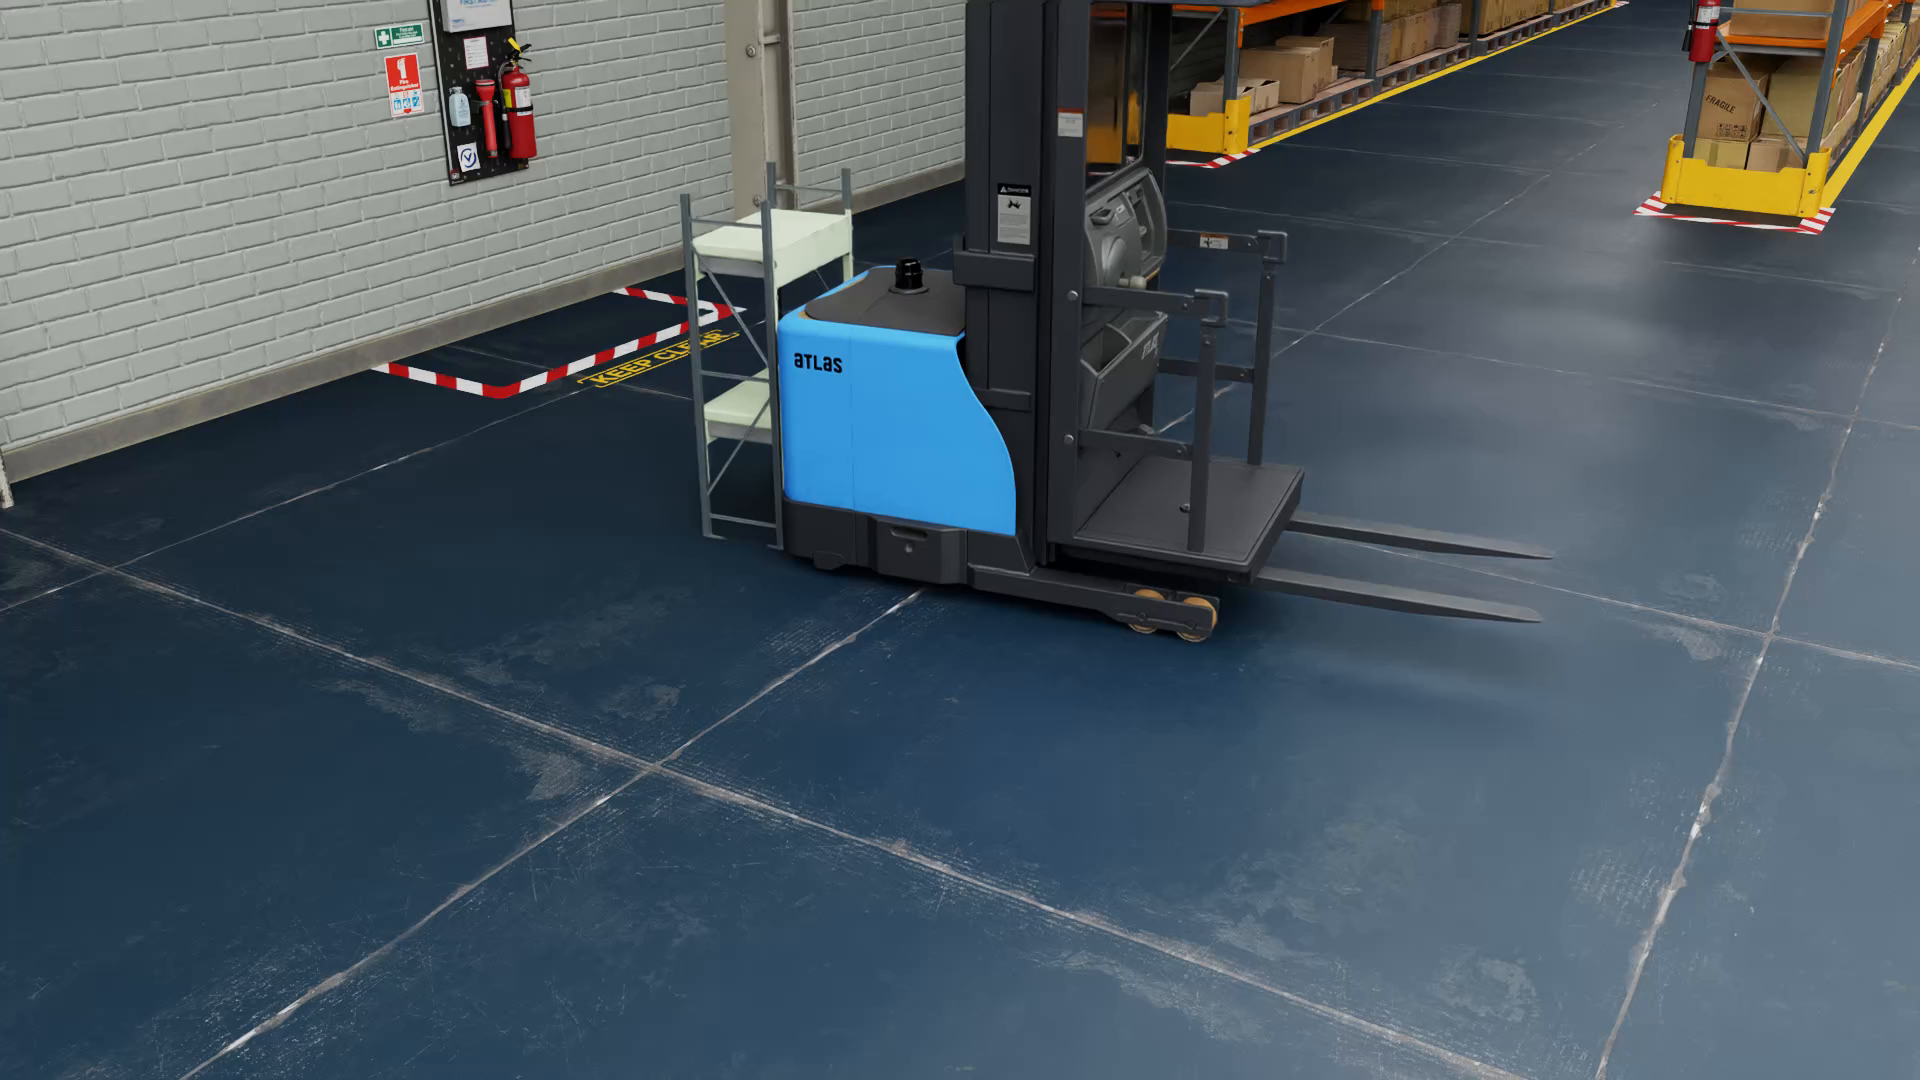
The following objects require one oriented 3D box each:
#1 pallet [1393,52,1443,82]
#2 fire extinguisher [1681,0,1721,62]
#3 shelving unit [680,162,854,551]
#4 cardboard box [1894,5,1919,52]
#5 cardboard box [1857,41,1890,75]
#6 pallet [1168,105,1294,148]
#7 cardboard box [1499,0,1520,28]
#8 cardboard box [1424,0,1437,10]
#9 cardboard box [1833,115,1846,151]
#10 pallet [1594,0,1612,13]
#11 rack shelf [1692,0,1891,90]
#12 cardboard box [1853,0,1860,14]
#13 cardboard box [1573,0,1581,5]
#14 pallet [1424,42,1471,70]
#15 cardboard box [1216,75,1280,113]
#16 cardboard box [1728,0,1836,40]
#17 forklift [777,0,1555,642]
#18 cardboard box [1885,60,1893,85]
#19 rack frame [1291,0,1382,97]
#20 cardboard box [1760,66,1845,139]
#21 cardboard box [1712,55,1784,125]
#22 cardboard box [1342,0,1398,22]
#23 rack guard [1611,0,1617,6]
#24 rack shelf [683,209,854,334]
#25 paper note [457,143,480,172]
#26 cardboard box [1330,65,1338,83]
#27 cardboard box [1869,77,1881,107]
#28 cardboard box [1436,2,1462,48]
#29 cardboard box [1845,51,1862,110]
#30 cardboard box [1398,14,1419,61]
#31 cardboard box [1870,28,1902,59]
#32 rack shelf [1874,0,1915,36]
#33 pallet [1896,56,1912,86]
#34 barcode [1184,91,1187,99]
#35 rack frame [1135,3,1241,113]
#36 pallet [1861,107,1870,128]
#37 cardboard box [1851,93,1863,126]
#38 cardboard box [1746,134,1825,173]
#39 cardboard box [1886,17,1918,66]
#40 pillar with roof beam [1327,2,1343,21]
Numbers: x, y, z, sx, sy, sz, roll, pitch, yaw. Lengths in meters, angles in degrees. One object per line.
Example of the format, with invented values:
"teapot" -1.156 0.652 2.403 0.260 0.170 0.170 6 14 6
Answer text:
"pallet" 5.291 -5.883 20.574 1.003 0.211 1.213 14 27 29
"fire extinguisher" 5.882 -4.121 13.092 0.296 0.674 0.183 14 27 29
"shelving unit" -0.799 -0.811 7.234 0.431 1.500 0.755 9 25 20
"cardboard box" 11.853 -6.471 21.016 0.500 0.500 0.500 13 27 27
"cardboard box" 9.419 -5.068 17.407 0.500 0.311 0.500 13 27 27
"pallet" 2.627 -4.149 16.569 1.003 0.211 1.213 14 27 29
"cardboard box" 7.315 -7.558 23.109 0.750 0.750 0.750 14 27 29
"cardboard box" 5.659 -6.802 20.836 0.500 0.250 0.500 14 27 30
"cardboard box" 7.604 -3.671 14.886 0.500 0.250 0.500 14 27 29
"pallet" 10.213 -8.971 27.706 1.003 0.211 1.213 14 27 29
"rack shelf" 7.394 -4.444 14.646 1.077 0.370 4.000 14 27 29
"cardboard box" 7.680 -4.996 14.890 0.700 0.500 0.500 14 27 30
"cardboard box" 9.481 -8.805 26.430 0.700 0.500 0.500 15 27 30
"pallet" 5.935 -6.293 21.522 1.003 0.211 1.213 14 27 29
"cardboard box" 2.871 -4.511 16.726 0.500 0.311 0.500 16 28 33
"cardboard box" 6.596 -4.300 13.282 0.700 0.500 0.500 14 27 29
"forklift" 0.825 -1.196 6.323 3.031 2.935 1.130 9 25 20
"cardboard box" 9.952 -5.158 18.321 0.500 0.250 0.500 15 27 30
"rack frame" 4.239 -6.486 18.458 1.000 3.000 0.127 14 27 29
"cardboard box" 7.073 -3.678 13.959 0.500 0.500 0.500 14 27 29
"cardboard box" 6.884 -3.958 14.607 0.500 0.500 0.500 14 27 29
"cardboard box" 4.842 -6.287 19.645 0.500 0.250 0.500 13 27 28
"rack guard" 10.581 -9.397 28.329 1.175 0.500 0.348 14 27 29
"rack shelf" -0.799 -1.169 7.080 0.431 0.370 0.720 9 25 20
"paper note" -2.890 -2.253 9.788 0.016 0.148 0.142 14 27 29
"cardboard box" 3.982 -5.201 18.501 0.380 0.166 0.250 10 25 22
"cardboard box" 9.143 -4.637 17.118 0.500 0.250 0.500 15 27 30
"cardboard box" 6.013 -6.637 21.399 0.700 0.500 0.500 14 27 30
"cardboard box" 7.856 -4.186 15.133 0.500 0.500 0.500 14 27 29
"cardboard box" 5.146 -6.142 20.254 0.700 0.500 0.500 14 27 30
"cardboard box" 10.223 -5.583 18.597 0.500 0.311 0.500 13 27 28
"rack shelf" 9.504 -5.794 17.765 1.077 0.370 4.000 14 27 29
"pallet" 10.985 -5.764 20.299 1.003 0.211 1.213 14 27 29
"barcode" 2.240 -4.413 16.488 0.001 0.075 0.075 14 27 29
"rack frame" 2.129 -5.136 15.339 1.000 3.000 0.127 14 27 29
"pallet" 8.805 -4.427 17.210 1.003 0.211 1.213 14 27 29
"cardboard box" 8.390 -4.178 16.058 0.500 0.250 0.500 14 27 29
"cardboard box" 6.811 -3.165 13.717 0.500 0.250 0.500 14 27 29
"cardboard box" 11.042 -5.948 19.807 0.500 0.500 0.500 15 28 31
"pillar with roof beam" 8.585 -9.430 17.706 9.100 9.000 0.400 14 27 29
